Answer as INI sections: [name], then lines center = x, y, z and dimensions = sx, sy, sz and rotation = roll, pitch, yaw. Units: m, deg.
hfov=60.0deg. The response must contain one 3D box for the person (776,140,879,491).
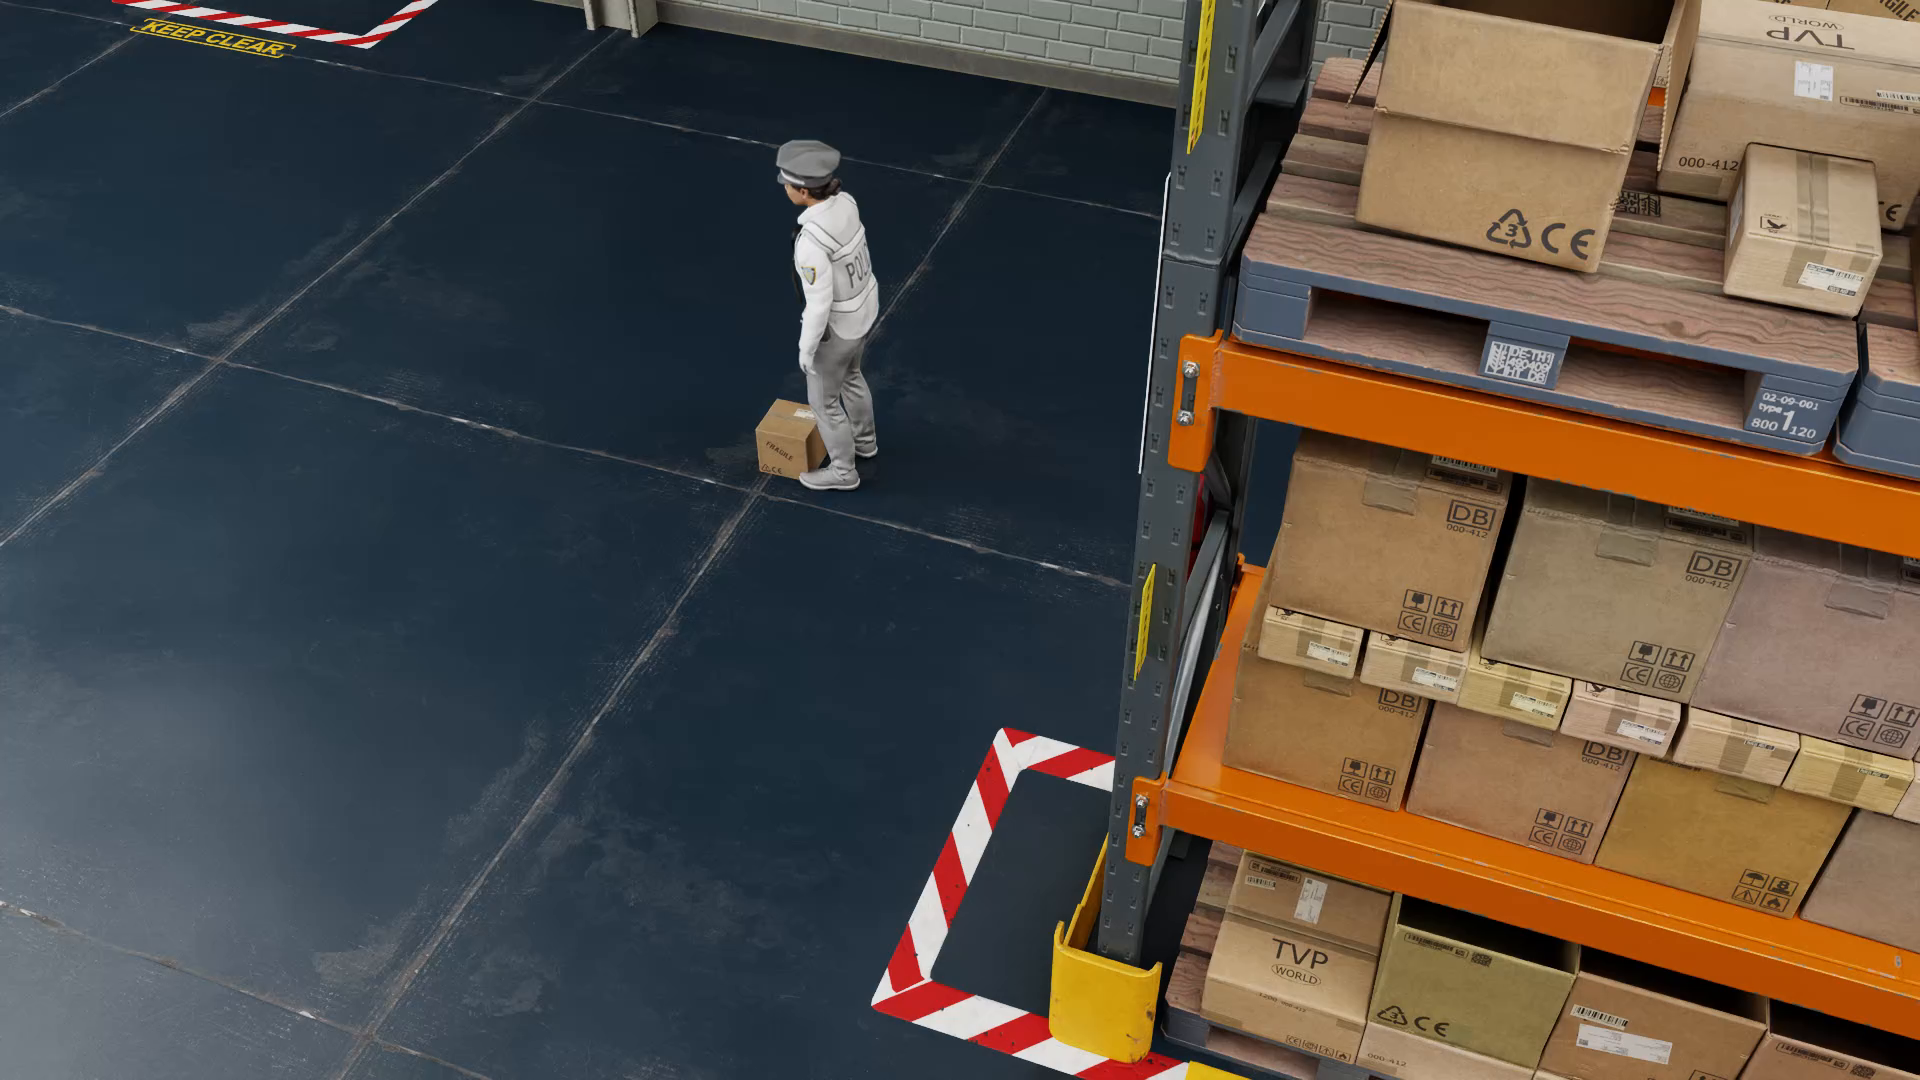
[person]
center = -0.555, -0.940, 7.210
dimensions = 0.378, 1.663, 0.538
rotation = 13, 43, 14
